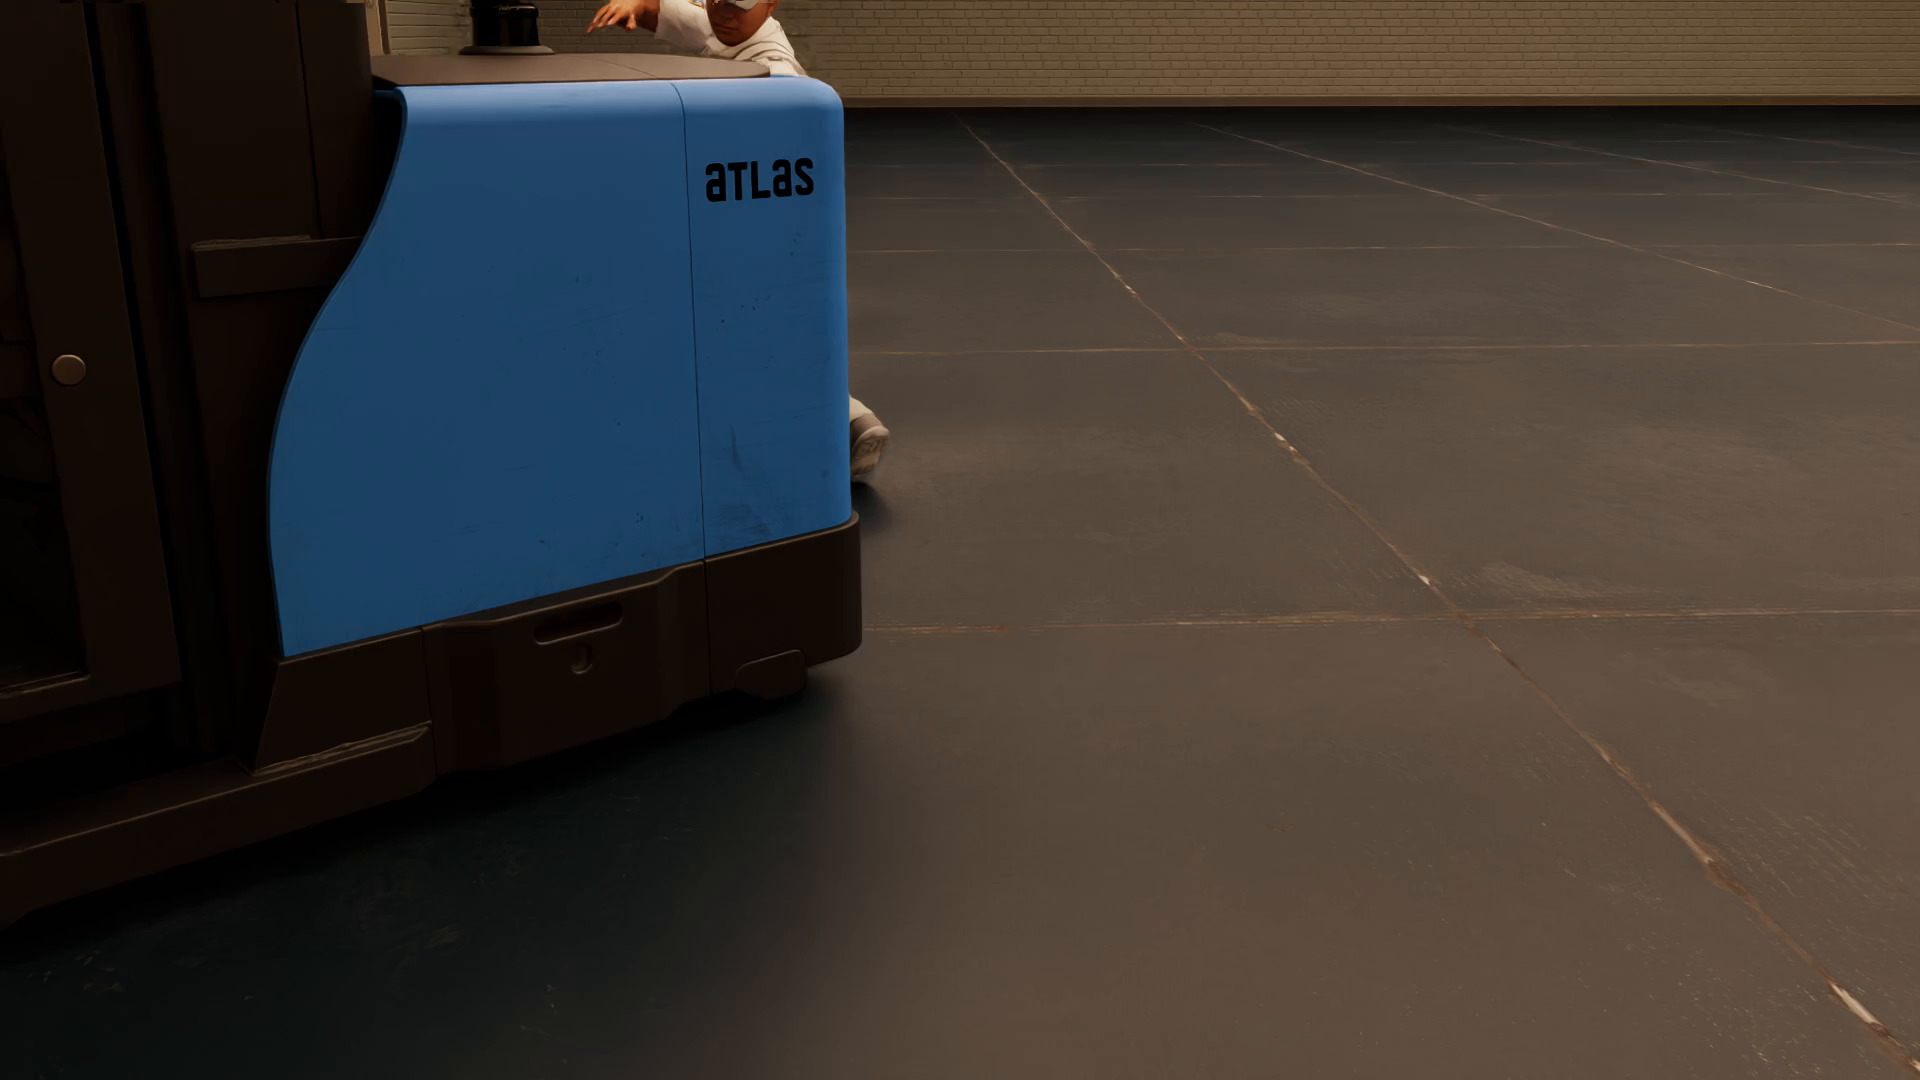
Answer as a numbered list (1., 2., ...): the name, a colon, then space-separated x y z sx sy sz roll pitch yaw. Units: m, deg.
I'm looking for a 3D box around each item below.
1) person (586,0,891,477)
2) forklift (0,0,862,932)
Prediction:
1. person: -0.657 -0.776 4.124 0.950 1.387 0.852 5 18 15
2. forklift: -1.619 -0.964 2.058 3.031 2.935 1.130 -14 22 -39
